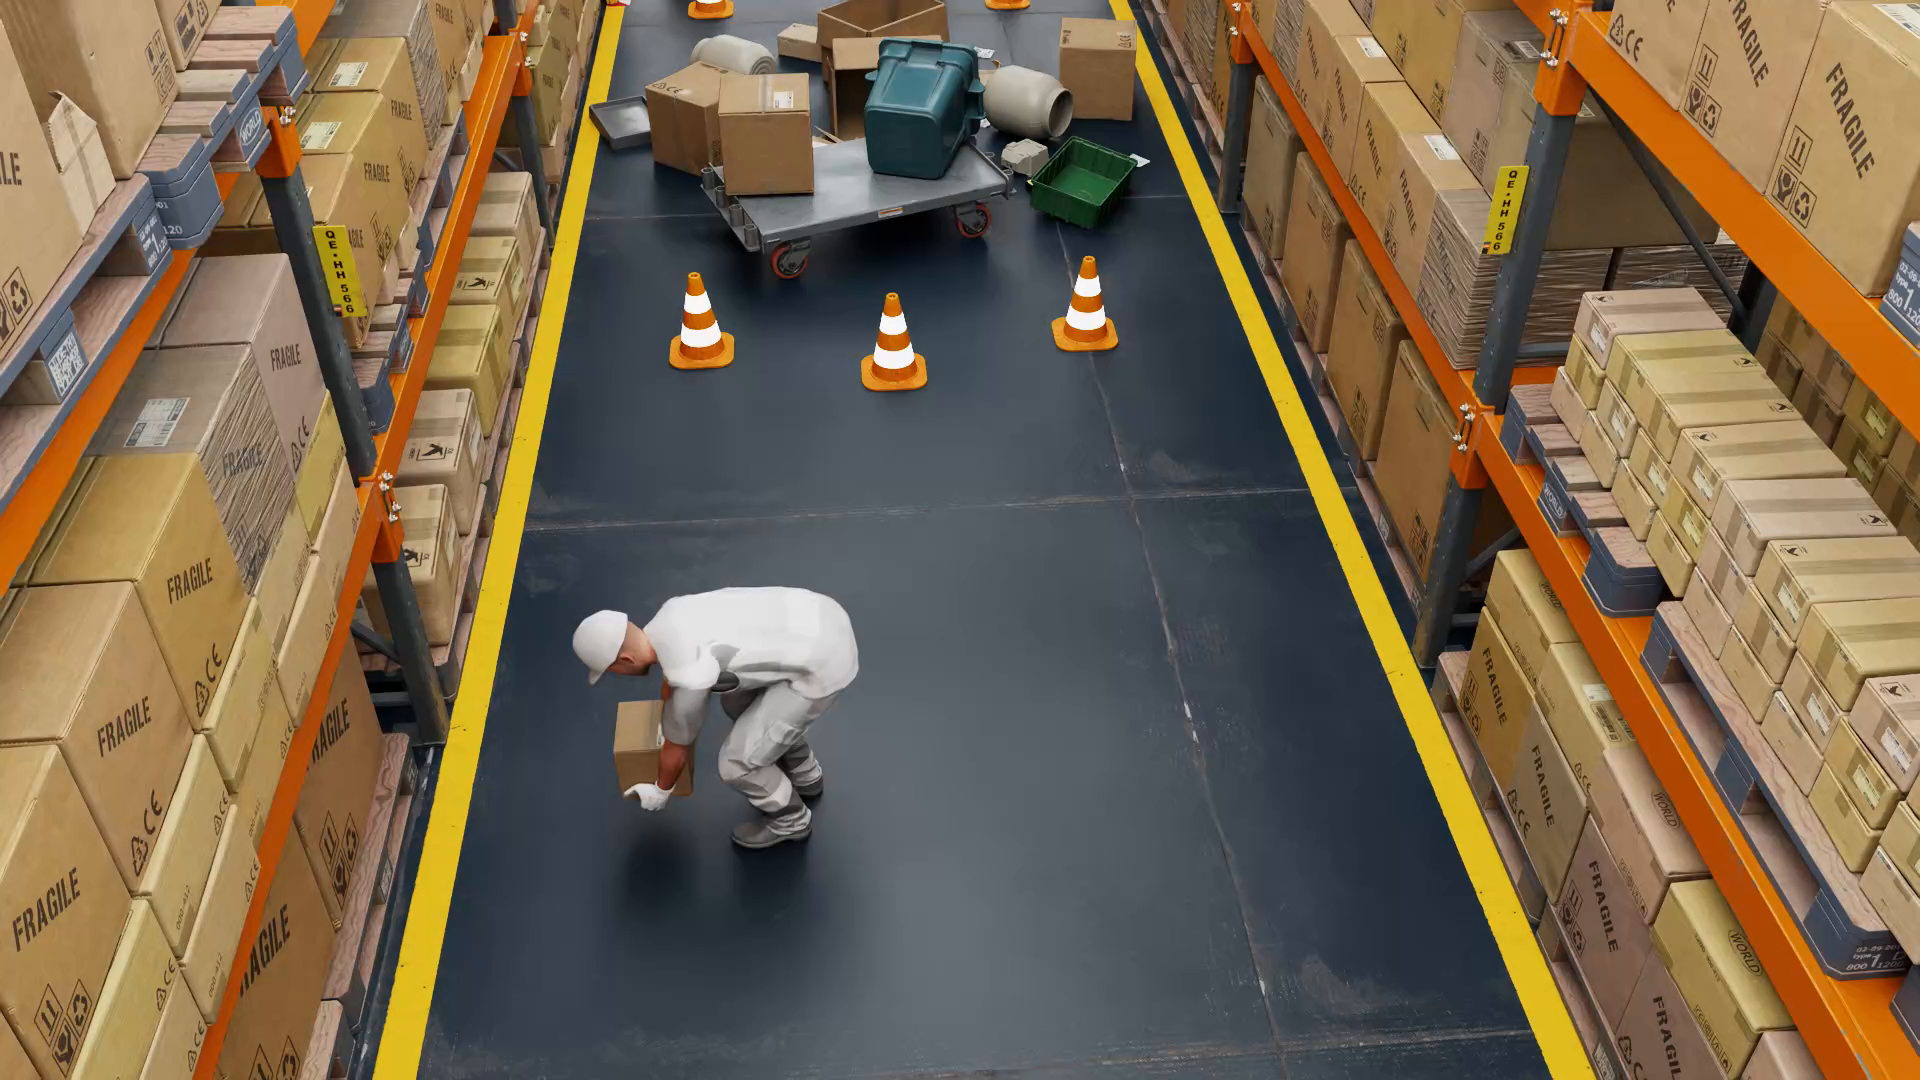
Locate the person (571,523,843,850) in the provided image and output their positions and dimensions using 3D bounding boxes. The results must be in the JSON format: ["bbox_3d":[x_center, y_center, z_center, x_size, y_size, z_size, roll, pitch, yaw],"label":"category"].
[{"bbox_3d":[-0.839,0.489,5.806,0.871,1.435,0.496,-4,39,-5],"label":"person"}]
